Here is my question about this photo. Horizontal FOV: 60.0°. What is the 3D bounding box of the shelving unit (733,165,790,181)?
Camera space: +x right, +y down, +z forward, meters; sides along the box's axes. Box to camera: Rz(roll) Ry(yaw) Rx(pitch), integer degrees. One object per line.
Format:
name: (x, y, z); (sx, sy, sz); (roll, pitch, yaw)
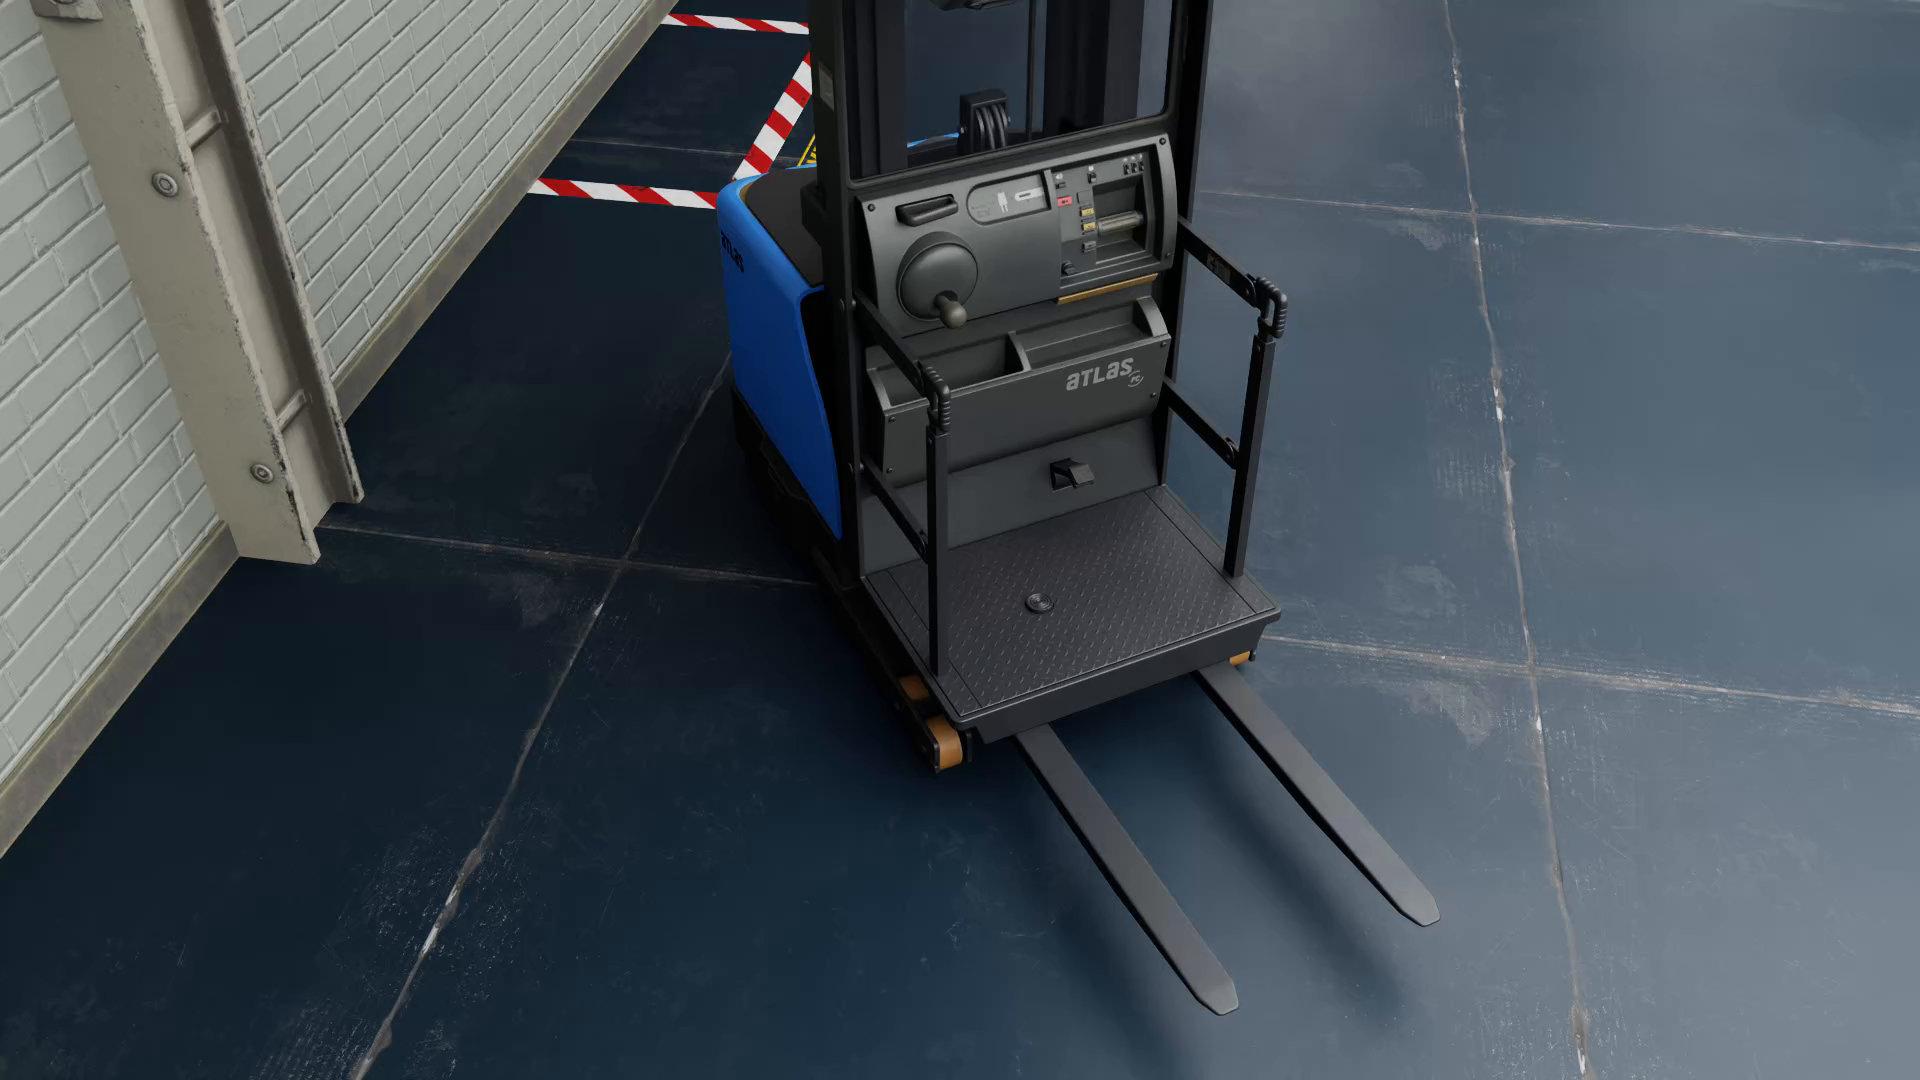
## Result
shelving unit: (-0.657, -0.899, 6.132); (0.210, 0.900, 0.258); (-17, 43, -20)

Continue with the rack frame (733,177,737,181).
rack frame: (-0.748, -0.871, 6.097); (0.006, 0.900, 0.240); (-17, 43, -20)

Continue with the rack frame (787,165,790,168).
rack frame: (-0.565, -0.928, 6.166); (0.006, 0.900, 0.240); (-17, 43, -20)

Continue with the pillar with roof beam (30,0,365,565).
pillar with roof beam: (1.927, -3.051, 2.378); (9.100, 9.000, 0.400); (6, 40, 8)

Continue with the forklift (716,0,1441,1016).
forklift: (0.270, -0.771, 4.382); (1.130, 2.935, 3.031); (-17, 43, -20)
